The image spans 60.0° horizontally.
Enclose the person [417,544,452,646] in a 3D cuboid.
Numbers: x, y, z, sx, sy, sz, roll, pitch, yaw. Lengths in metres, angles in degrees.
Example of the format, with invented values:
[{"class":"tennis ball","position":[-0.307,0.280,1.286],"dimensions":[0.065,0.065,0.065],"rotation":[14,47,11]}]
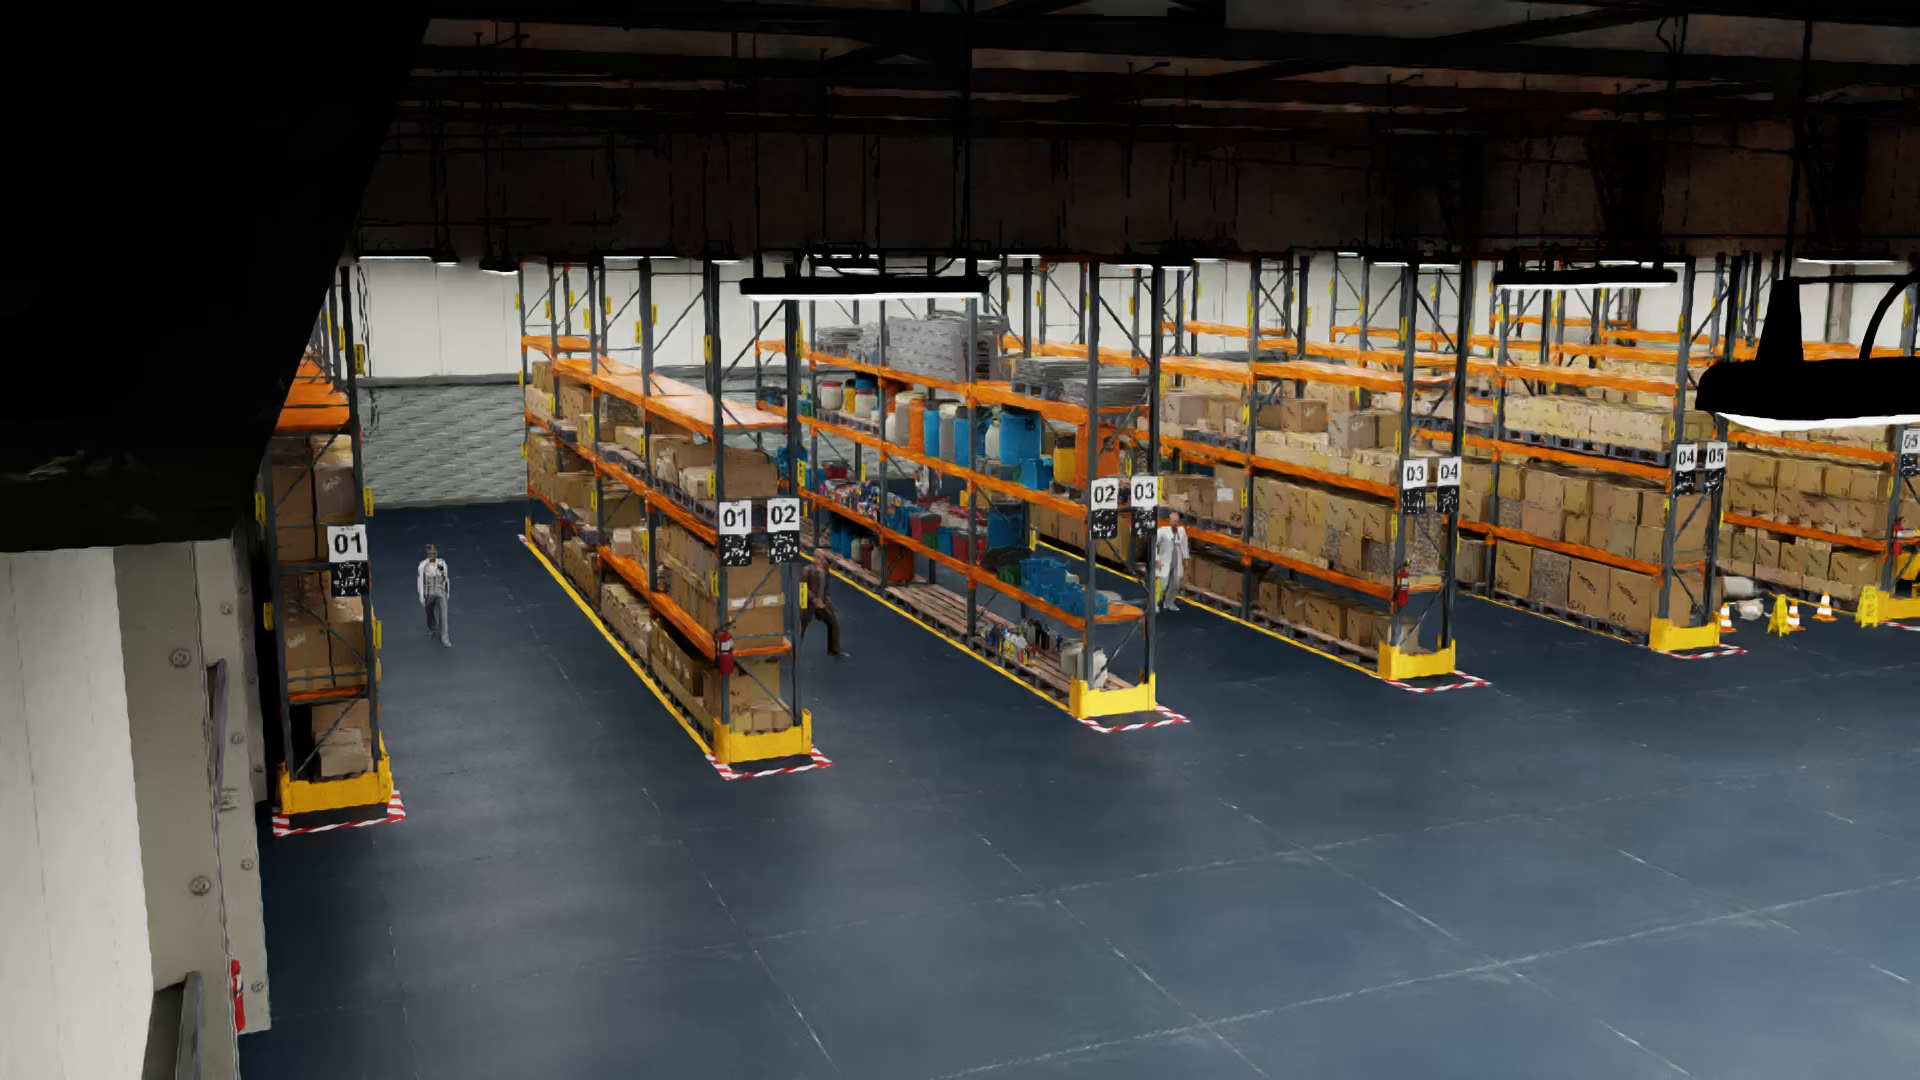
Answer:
[{"class":"person","position":[-8.225,0.827,25.997],"dimensions":[0.495,1.589,1.086],"rotation":[-4,11,-20]}]

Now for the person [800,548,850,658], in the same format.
[{"class":"person","position":[-2.188,0.942,25.066],"dimensions":[0.724,1.713,0.884],"rotation":[-8,13,-38]}]

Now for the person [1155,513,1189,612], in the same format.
[{"class":"person","position":[3.536,0.372,28.214],"dimensions":[0.729,1.731,0.546],"rotation":[-4,11,-23]}]

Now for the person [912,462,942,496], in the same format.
[{"class":"person","position":[-0.718,-1.232,36.978],"dimensions":[0.677,1.742,0.552],"rotation":[-5,11,-24]}]
